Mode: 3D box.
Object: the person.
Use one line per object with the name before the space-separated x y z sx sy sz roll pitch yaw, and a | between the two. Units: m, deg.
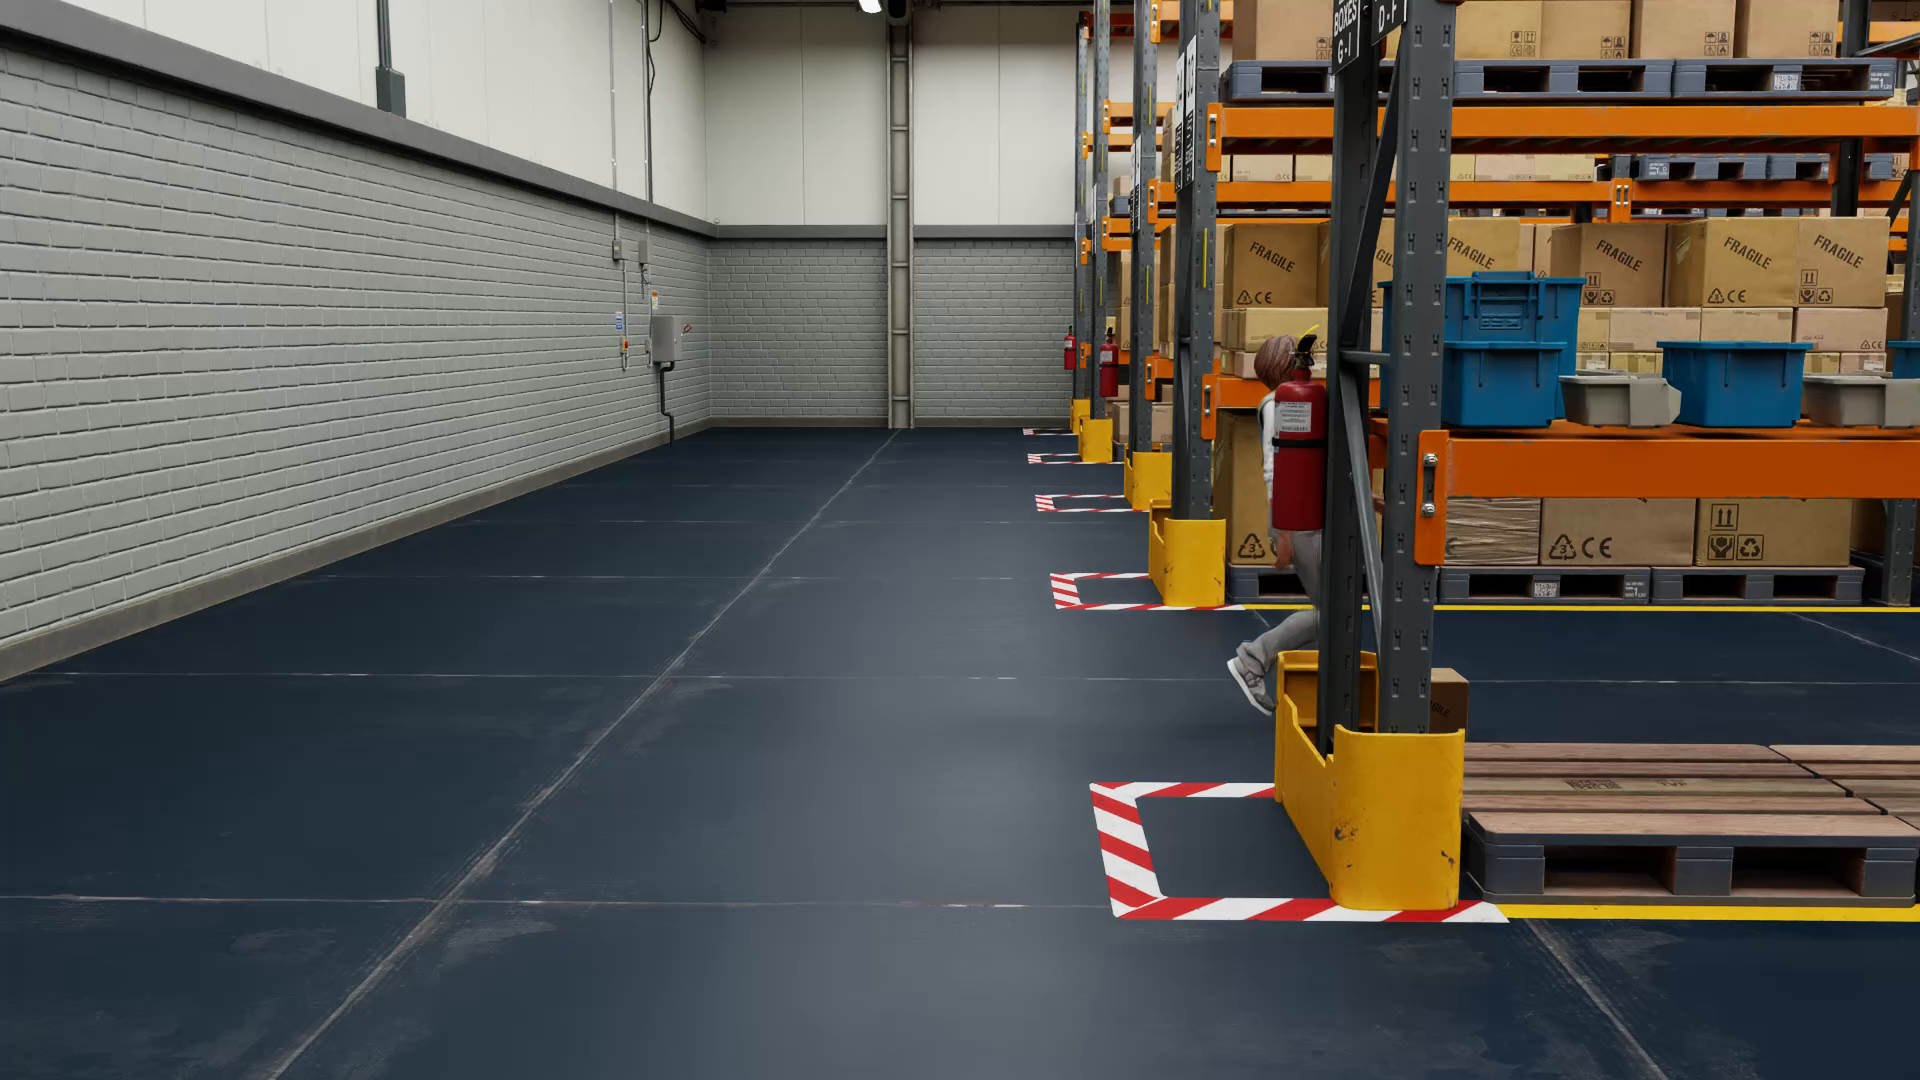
person | 1.441 -0.022 6.552 0.666 1.555 0.478 2 8 17
